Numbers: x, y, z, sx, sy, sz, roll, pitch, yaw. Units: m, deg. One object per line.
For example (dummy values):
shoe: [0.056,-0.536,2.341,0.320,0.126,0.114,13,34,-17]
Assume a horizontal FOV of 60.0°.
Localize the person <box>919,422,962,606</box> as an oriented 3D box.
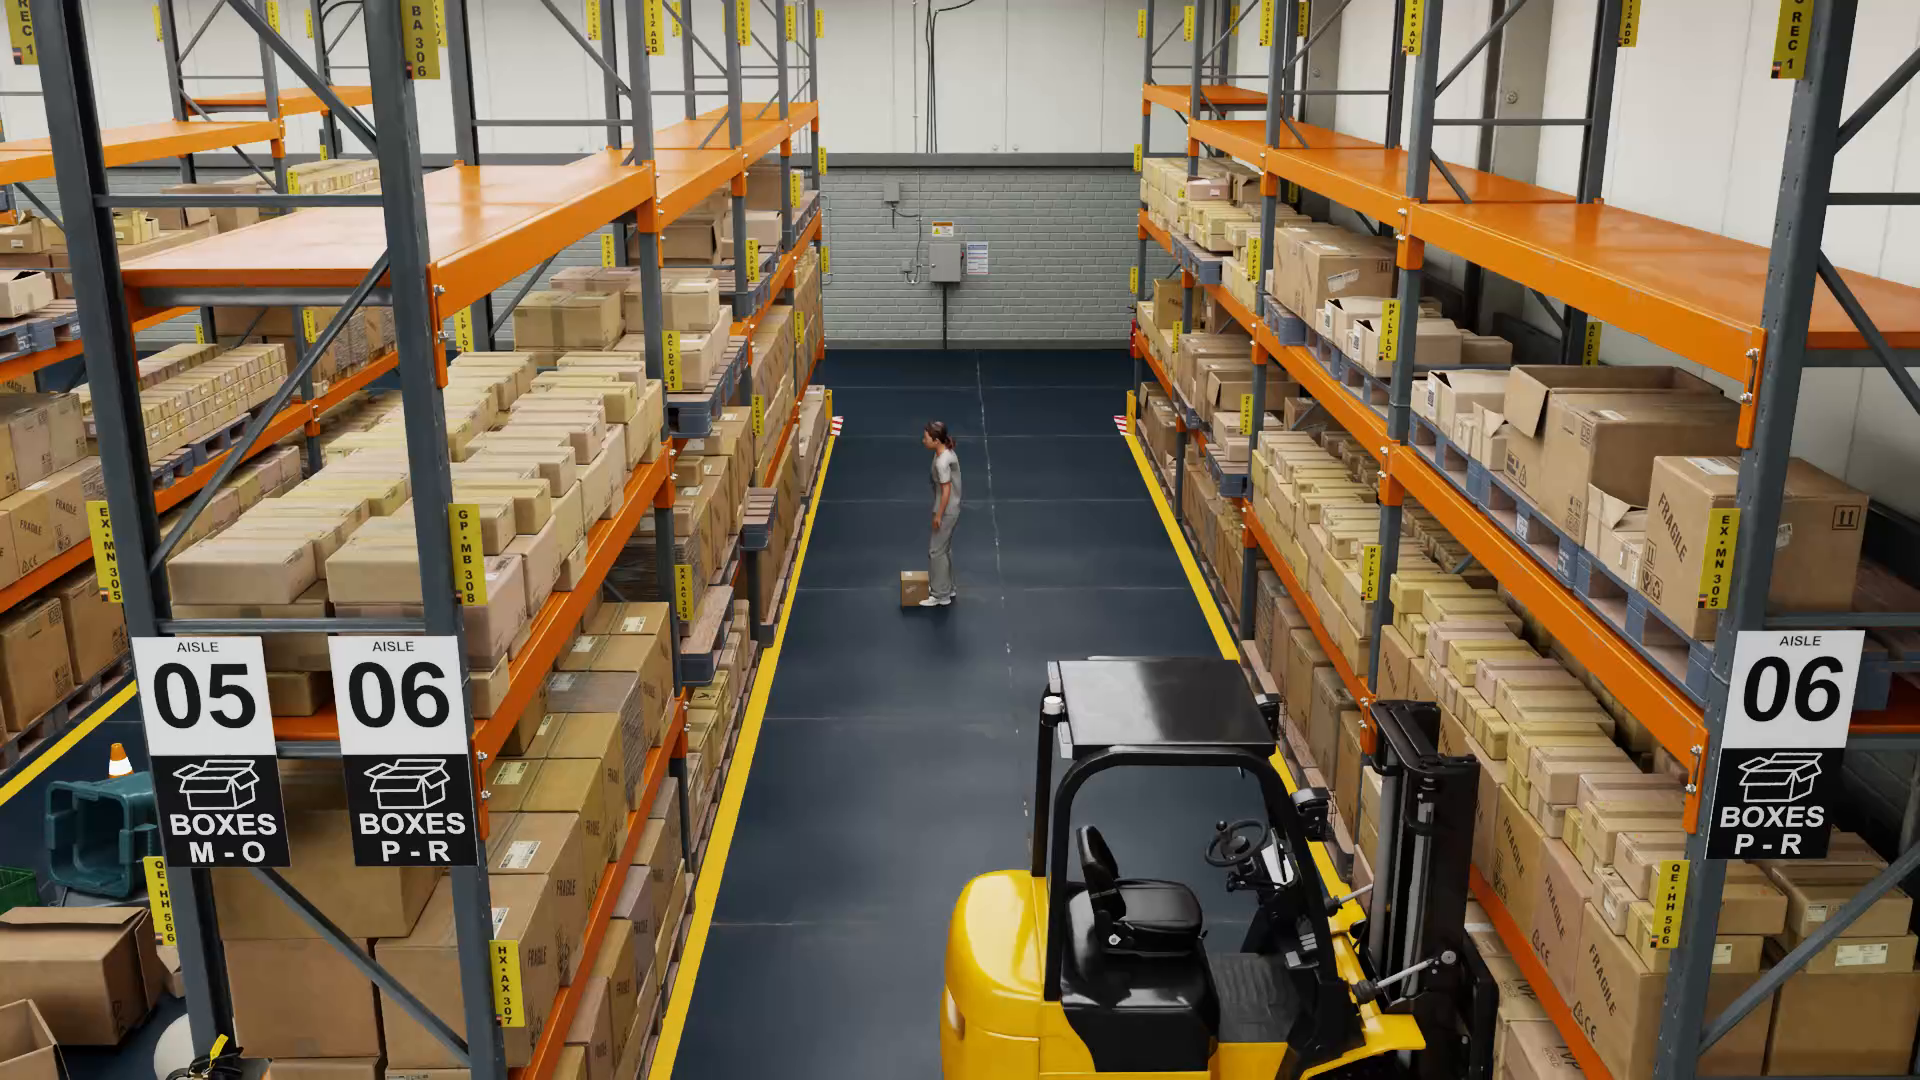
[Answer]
person: [-0.185,-0.246,14.841,0.404,1.673,0.486,0,17,0]
